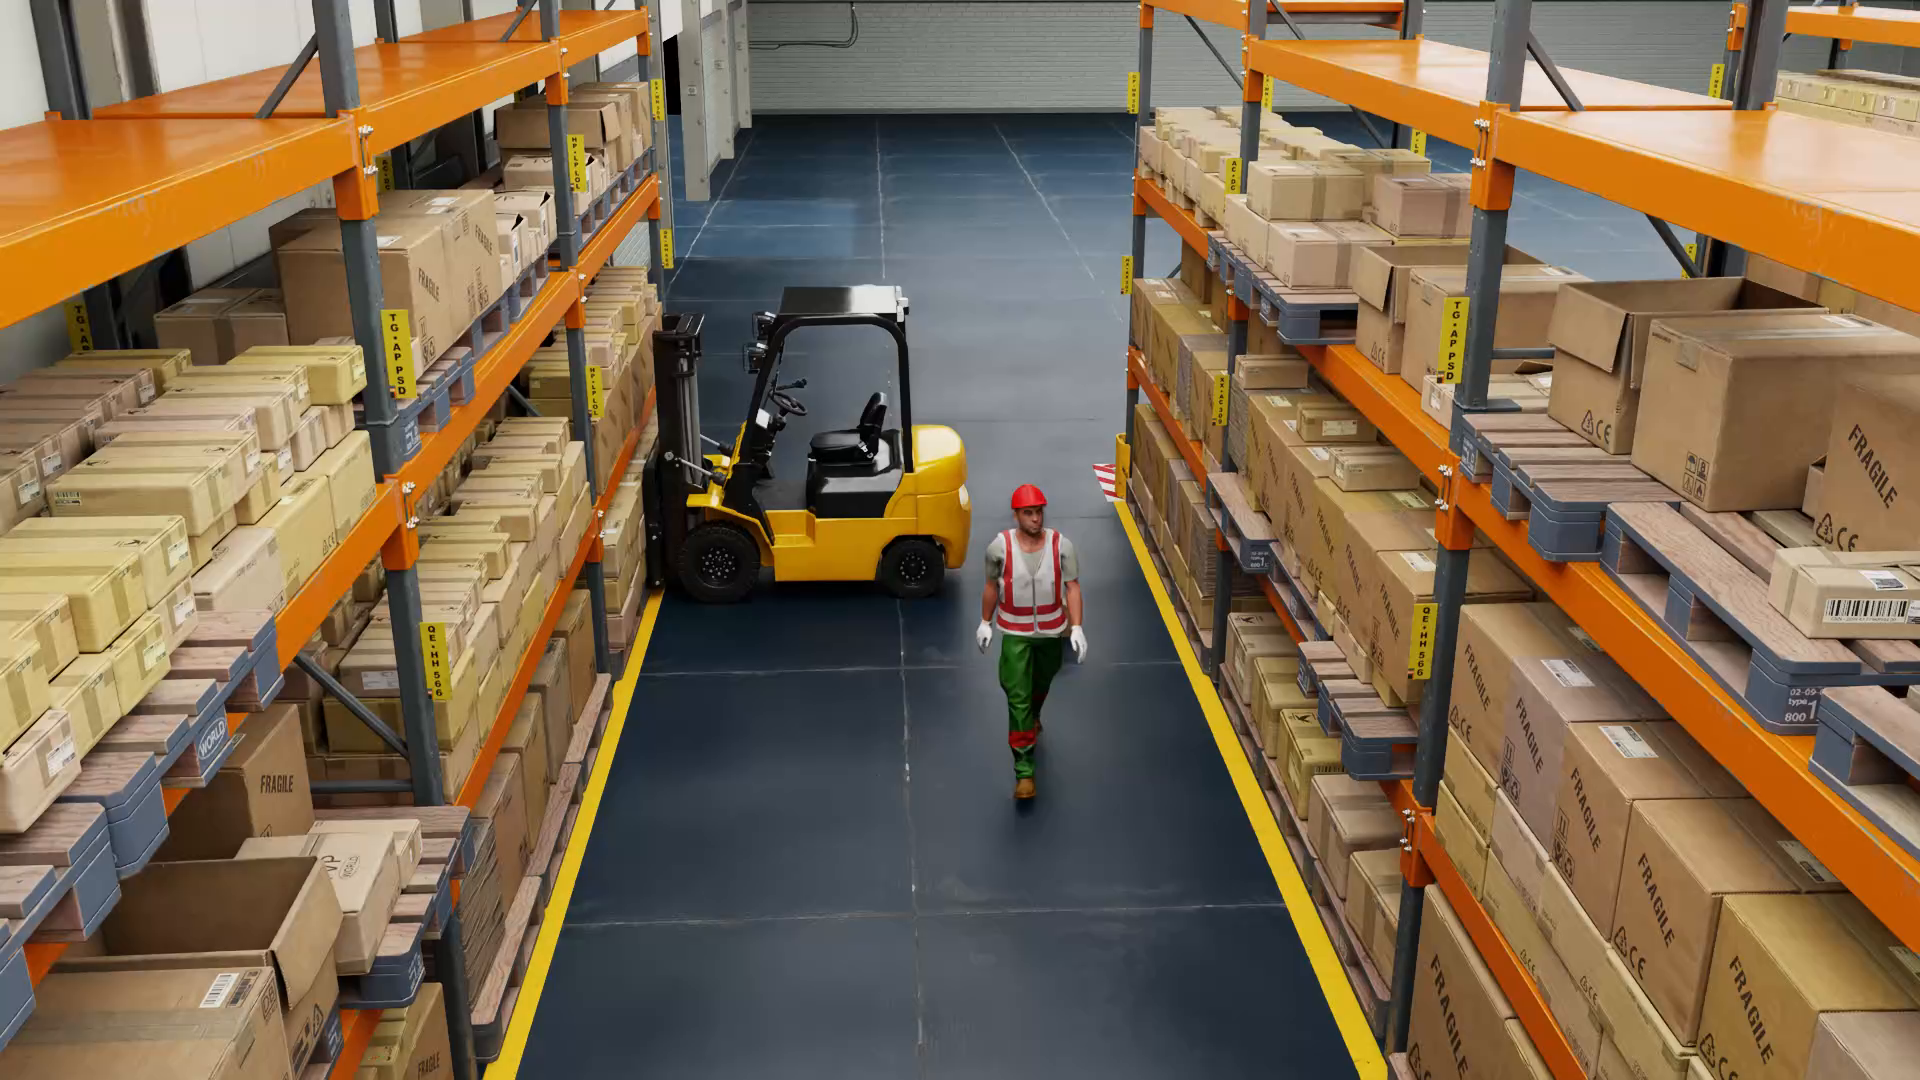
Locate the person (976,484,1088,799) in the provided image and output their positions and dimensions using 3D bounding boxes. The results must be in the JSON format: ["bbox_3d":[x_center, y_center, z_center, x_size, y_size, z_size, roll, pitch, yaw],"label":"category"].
[{"bbox_3d":[0.420,0.528,9.618,0.584,1.735,1.098,-3,20,-9],"label":"person"}]
